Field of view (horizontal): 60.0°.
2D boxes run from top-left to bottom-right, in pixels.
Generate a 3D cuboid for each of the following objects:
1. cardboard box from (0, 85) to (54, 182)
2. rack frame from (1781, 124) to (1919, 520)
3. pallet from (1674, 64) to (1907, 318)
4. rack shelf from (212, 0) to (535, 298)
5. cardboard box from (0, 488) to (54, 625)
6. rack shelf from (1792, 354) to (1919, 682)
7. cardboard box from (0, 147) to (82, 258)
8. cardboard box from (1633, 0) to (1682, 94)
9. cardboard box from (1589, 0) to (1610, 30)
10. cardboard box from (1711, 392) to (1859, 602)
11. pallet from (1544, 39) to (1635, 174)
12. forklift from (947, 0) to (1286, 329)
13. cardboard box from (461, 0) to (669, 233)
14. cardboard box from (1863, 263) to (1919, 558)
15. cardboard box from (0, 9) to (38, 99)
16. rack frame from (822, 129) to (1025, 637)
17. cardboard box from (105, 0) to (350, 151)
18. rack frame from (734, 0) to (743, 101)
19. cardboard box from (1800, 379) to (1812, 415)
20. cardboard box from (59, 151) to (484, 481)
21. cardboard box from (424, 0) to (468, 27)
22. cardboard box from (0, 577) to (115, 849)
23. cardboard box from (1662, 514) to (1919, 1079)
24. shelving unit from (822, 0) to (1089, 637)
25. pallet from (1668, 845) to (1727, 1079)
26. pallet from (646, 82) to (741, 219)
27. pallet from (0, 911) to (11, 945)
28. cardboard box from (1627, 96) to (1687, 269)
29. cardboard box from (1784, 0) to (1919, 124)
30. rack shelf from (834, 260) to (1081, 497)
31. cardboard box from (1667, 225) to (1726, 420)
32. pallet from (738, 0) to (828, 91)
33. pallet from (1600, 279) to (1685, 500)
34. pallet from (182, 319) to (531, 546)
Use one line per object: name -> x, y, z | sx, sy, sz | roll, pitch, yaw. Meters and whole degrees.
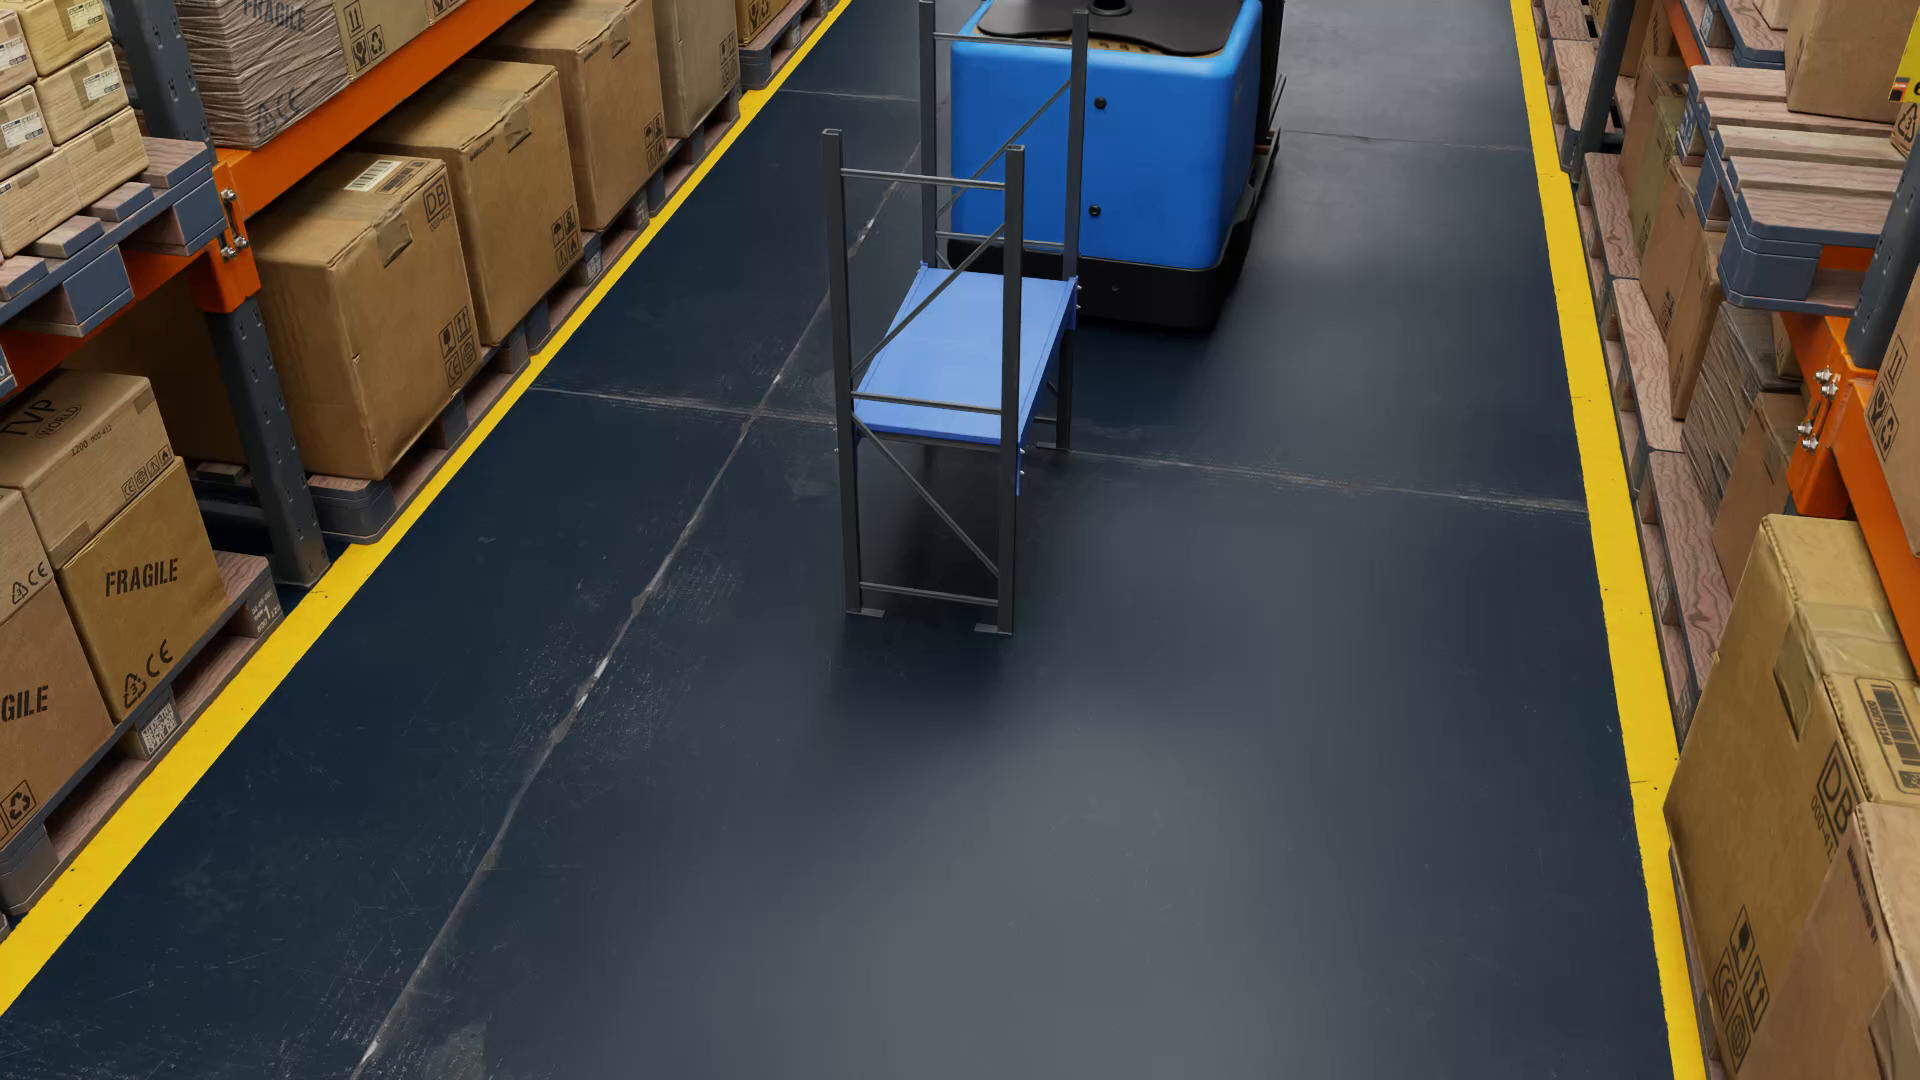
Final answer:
cardboard box -> -2.157, -0.854, 3.475 | 0.380, 0.149, 0.250 | 9, 37, 12
rack frame -> 2.383, -0.479, 3.355 | 1.000, 3.000, 0.127 | 7, 37, 10
pallet -> 2.431, -0.823, 3.993 | 1.213, 0.211, 1.003 | 7, 37, 10
rack shelf -> -2.014, -2.014, 6.086 | 1.077, 0.370, 4.000 | 7, 37, 10
cardboard box -> -2.428, 0.096, 3.695 | 0.500, 0.250, 0.500 | 8, 37, 11
rack shelf -> 1.955, 0.959, 1.984 | 1.077, 0.370, 4.000 | 7, 37, 10
cardboard box -> -2.152, -0.744, 3.577 | 0.380, 0.149, 0.250 | 7, 37, 10
cardboard box -> 3.362, -2.154, 7.439 | 0.500, 0.500, 0.500 | 6, 36, 9
cardboard box -> 3.532, -2.850, 8.398 | 0.500, 0.500, 0.500 | 4, 36, 6
cardboard box -> 2.506, -0.032, 4.493 | 0.700, 0.500, 0.500 | 5, 36, 8
pallet -> 3.346, -2.033, 7.875 | 1.003, 0.211, 1.213 | 7, 37, 10
forklift -> 0.838, -2.842, 6.674 | 1.130, 2.935, 3.031 | 9, 37, 13
cardboard box -> -1.841, -1.791, 6.725 | 1.050, 0.750, 0.750 | 7, 37, 10
cardboard box -> 2.013, -0.275, 2.988 | 0.500, 0.500, 0.500 | 8, 37, 11
cardboard box -> -2.154, -0.986, 3.403 | 0.380, 0.149, 0.250 | 7, 36, 9
rack frame -> -0.090, -0.365, 4.475 | 0.500, 1.500, 0.032 | 7, 37, 10
cardboard box -> -2.082, -1.423, 4.572 | 0.500, 0.500, 0.500 | 8, 37, 10
rack frame -> -1.587, -3.452, 7.457 | 1.000, 3.000, 0.127 | 7, 37, 10
cardboard box -> 2.496, -0.337, 4.274 | 0.500, 0.250, 0.500 | 9, 37, 12
cardboard box -> -2.223, -0.756, 5.296 | 1.050, 0.750, 0.750 | 7, 36, 9
cardboard box -> -1.868, -2.004, 5.373 | 0.500, 0.500, 0.500 | 7, 37, 10
cardboard box -> -2.441, 0.391, 3.927 | 0.500, 0.500, 0.500 | 9, 37, 12
cardboard box -> 2.215, 0.604, 3.313 | 1.225, 0.875, 0.875 | 6, 36, 8
shelving unit -> 0.018, -0.656, 4.877 | 0.538, 1.500, 1.048 | 7, 37, 10
pallet -> 2.141, 1.093, 3.563 | 1.003, 0.211, 1.213 | 7, 37, 10
pallet -> -1.678, -1.871, 7.652 | 1.003, 0.211, 1.213 | 7, 37, 10
pallet -> -2.872, 1.116, 3.531 | 1.003, 0.211, 1.213 | 7, 37, 10
cardboard box -> 2.965, -1.318, 6.267 | 0.700, 0.500, 0.500 | 7, 37, 10
cardboard box -> 2.480, -1.337, 4.095 | 0.700, 0.500, 0.500 | 13, 38, 17
rack shelf -> 0.018, -0.511, 4.983 | 0.538, 0.185, 1.000 | 7, 37, 10
cardboard box -> 2.727, -0.677, 5.383 | 0.700, 0.500, 0.500 | 10, 37, 14
pallet -> -1.348, -2.749, 8.863 | 1.003, 0.211, 1.213 | 7, 37, 10
pallet -> 2.814, -0.495, 5.753 | 1.003, 0.211, 1.213 | 7, 37, 10
pallet -> -2.199, -0.472, 5.722 | 1.003, 0.211, 1.213 | 7, 37, 10
